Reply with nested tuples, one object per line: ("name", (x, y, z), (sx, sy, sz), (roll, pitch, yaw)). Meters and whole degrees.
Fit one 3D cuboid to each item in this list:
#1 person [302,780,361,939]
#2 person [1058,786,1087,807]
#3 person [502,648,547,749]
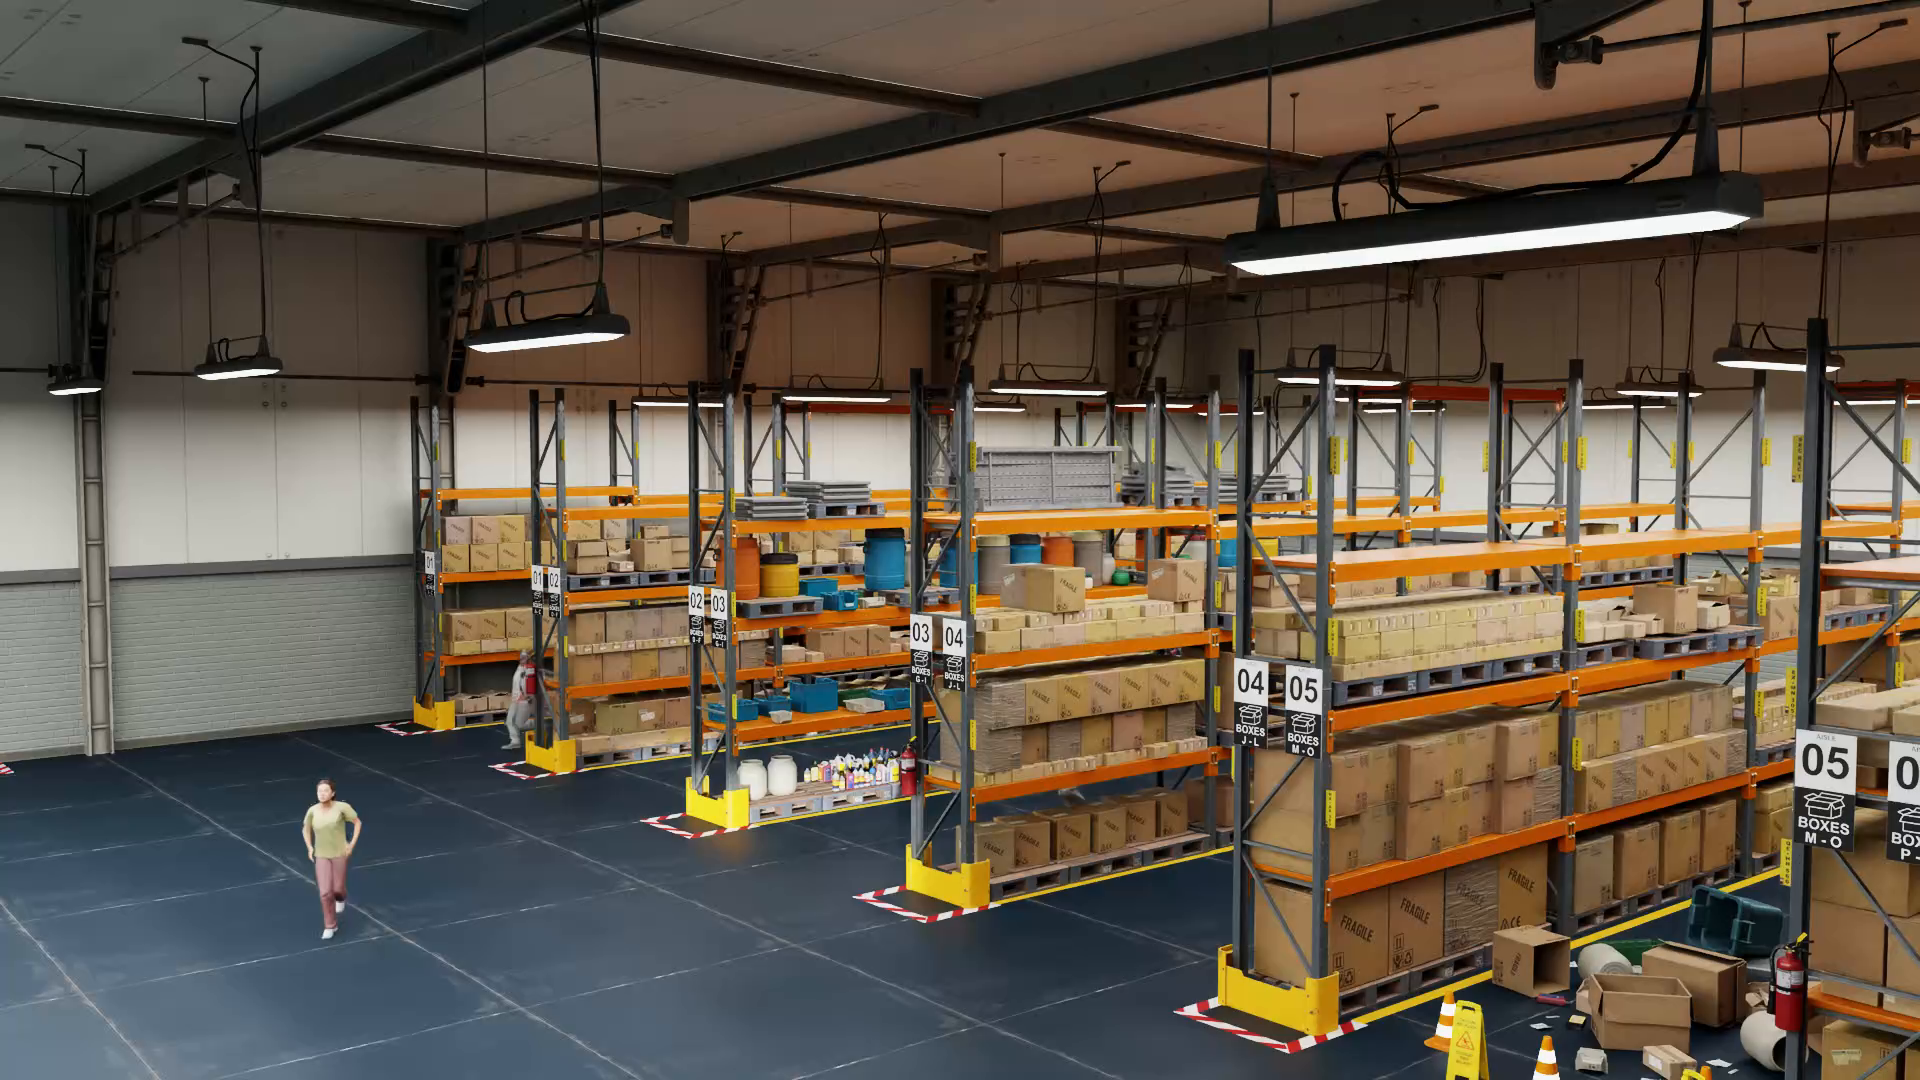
("person", (-6.615, 3.319, 17.544), (0.586, 1.652, 0.626), (-1, 3, -9))
("person", (1.452, 2.975, 22.201), (0.589, 1.737, 0.669), (-3, 4, -41))
("person", (-7.263, 2.660, 27.871), (0.718, 1.725, 0.707), (-3, 4, -41))
